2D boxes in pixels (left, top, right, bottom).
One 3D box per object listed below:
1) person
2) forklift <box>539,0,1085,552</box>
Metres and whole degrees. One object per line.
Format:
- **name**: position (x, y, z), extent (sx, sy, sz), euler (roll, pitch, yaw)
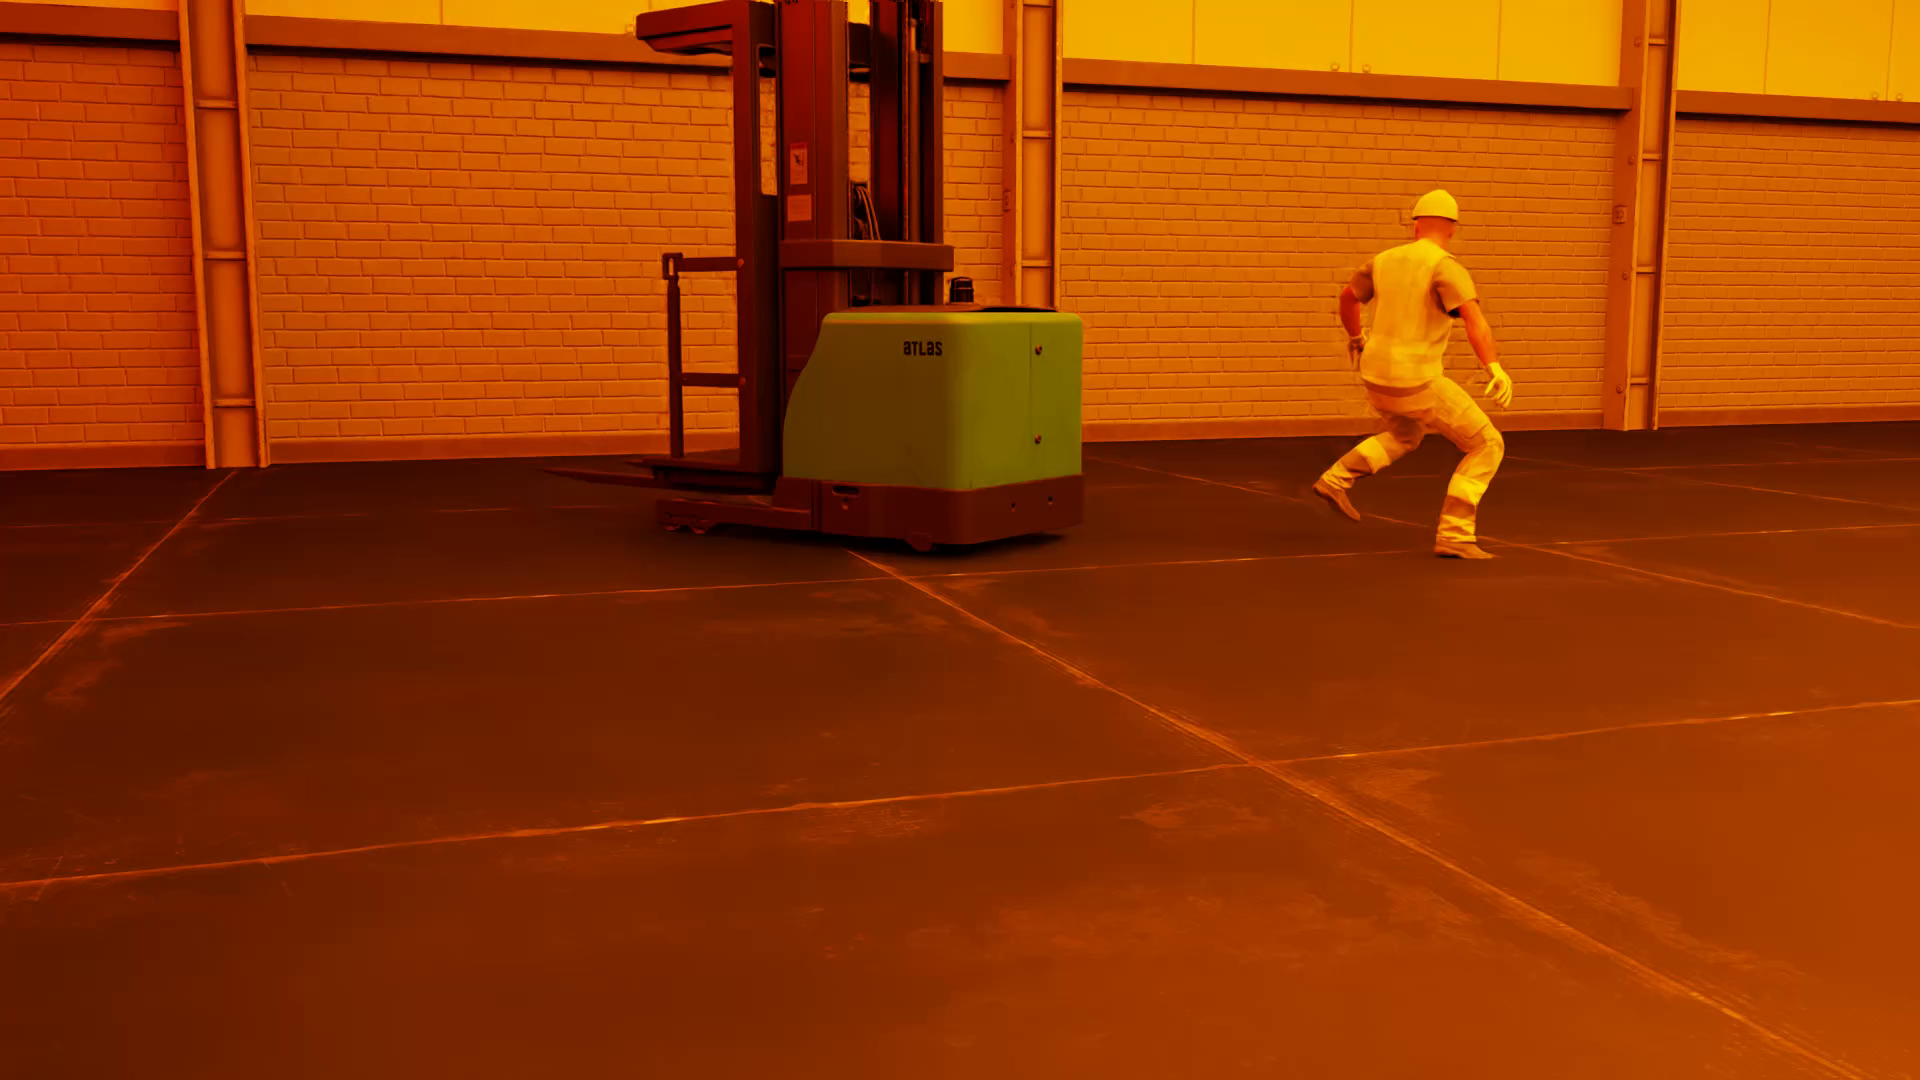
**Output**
- **person**: position (2.089, -0.736, 7.482), extent (0.505, 1.655, 1.158), euler (-3, 8, -21)
- **forklift**: position (-0.891, -1.532, 8.312), extent (3.031, 2.935, 1.130), euler (6, 10, 36)
